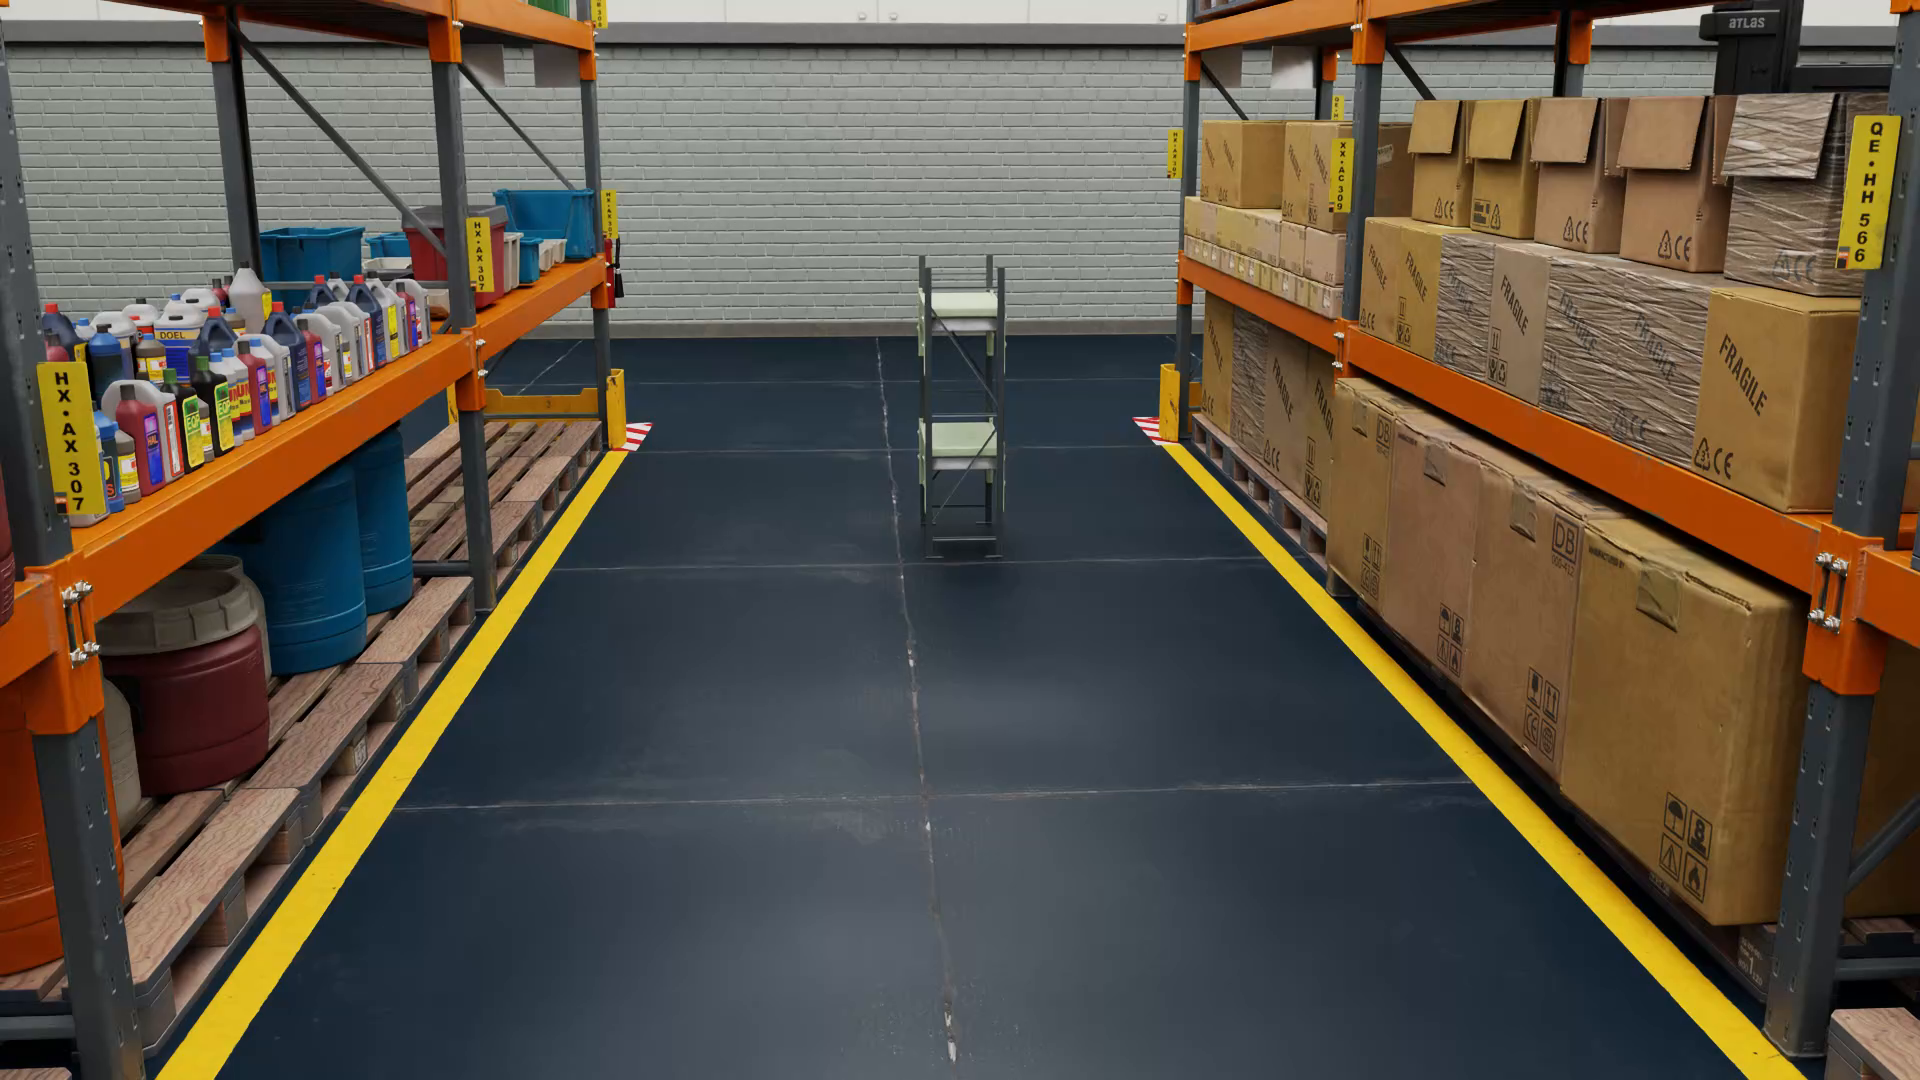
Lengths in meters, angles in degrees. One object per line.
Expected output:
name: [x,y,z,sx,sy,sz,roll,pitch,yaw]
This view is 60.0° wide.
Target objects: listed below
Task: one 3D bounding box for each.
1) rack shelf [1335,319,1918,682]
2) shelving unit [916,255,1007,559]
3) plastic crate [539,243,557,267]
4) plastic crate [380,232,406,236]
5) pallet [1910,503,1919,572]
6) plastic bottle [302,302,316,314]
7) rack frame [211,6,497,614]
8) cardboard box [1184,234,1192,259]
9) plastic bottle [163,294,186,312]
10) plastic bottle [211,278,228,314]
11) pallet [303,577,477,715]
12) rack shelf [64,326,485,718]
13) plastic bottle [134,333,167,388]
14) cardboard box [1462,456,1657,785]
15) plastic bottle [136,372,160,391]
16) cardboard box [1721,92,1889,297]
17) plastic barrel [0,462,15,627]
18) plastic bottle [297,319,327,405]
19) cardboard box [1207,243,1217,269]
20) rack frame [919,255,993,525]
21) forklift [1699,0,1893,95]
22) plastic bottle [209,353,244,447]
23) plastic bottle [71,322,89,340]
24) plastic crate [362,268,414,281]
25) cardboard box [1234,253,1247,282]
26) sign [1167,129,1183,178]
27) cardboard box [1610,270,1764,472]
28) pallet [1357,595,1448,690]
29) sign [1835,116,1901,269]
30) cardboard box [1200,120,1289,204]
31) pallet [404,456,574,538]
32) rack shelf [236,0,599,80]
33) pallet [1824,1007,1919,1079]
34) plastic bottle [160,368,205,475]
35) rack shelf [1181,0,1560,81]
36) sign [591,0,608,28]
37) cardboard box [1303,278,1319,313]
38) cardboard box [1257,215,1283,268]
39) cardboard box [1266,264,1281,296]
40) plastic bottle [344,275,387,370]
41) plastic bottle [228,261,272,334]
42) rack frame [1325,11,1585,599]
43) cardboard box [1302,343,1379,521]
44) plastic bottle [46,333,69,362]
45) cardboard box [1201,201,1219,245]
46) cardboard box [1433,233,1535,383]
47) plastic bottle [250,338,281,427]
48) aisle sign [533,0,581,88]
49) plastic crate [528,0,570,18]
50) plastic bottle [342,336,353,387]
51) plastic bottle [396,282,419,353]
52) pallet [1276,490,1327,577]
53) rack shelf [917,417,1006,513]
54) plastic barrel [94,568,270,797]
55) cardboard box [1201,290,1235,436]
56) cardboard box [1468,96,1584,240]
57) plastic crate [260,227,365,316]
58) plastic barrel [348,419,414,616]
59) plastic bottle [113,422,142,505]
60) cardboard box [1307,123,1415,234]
rack shelf: [2.397,-0.349,5.807,1.077,0.370,4.000,-1,14,-3]
shelving unit: [0.000,-0.725,8.833,0.431,1.500,0.755,-1,14,-3]
plastic crate: [-2.683,-1.742,10.187,0.396,0.136,0.243,-1,14,-3]
plastic crate: [-3.150,-1.667,9.702,0.416,0.233,0.300,-1,14,-3]
pallet: [2.672,0.068,3.126,1.213,0.211,1.003,-1,14,-3]
plastic bottle: [-2.393,-0.740,6.142,0.097,0.271,0.097,0,14,0]
rack frame: [-2.670,-1.118,7.353,1.000,3.000,0.127,-1,14,-3]
cardboard box: [1.718,-1.975,11.185,0.380,0.149,0.250,-1,14,-3]
plastic bottle: [-3.019,-0.815,6.432,0.097,0.271,0.097,0,14,0]
plastic bottle: [-3.065,-0.931,6.859,0.061,0.283,0.133,-1,14,-3]
pallet: [-2.664,0.425,6.953,1.003,0.211,1.213,-1,14,-3]
rack shelf: [-2.546,-0.273,5.510,1.077,0.370,4.000,-1,14,-3]
plastic bottle: [-2.827,-0.620,5.814,0.097,0.201,0.097,0,14,0]
cardboard box: [2.452,0.232,5.527,1.225,0.875,0.875,-1,14,-3]
plastic bottle: [-2.196,-0.317,4.498,0.097,0.271,0.097,0,14,0]
cardboard box: [2.492,-0.916,4.355,0.797,0.503,0.637,0,14,-2]
plastic barrel: [-2.091,-0.079,3.040,0.600,0.536,0.708,-1,14,-3]
plastic bottle: [-2.187,-0.605,5.591,0.061,0.283,0.133,-1,14,-3]
cardboard box: [1.769,-1.782,10.438,0.380,0.149,0.250,-1,14,-4]
rack frame: [-0.022,-0.816,9.187,0.400,1.500,0.023,-1,14,-3]
forklift: [5.077,-1.675,9.653,3.031,2.935,1.130,8,16,27]
plastic bottle: [-2.158,-0.409,4.854,0.097,0.271,0.097,0,14,0]
plastic bottle: [-2.964,-0.594,5.572,0.097,0.271,0.097,0,14,0]
plastic crate: [-3.008,-1.288,8.446,0.437,0.125,0.590,-1,14,-3]
cardboard box: [1.815,-1.592,9.699,0.380,0.149,0.250,-1,14,-5]
sign: [1.471,-2.640,11.372,0.100,0.325,0.005,-1,14,-3]
cardboard box: [2.218,-0.491,4.716,0.500,0.500,0.500,-1,14,-4]
pallet: [2.396,0.346,7.257,1.003,0.211,1.213,-1,14,-3]
sign: [1.967,-0.751,3.603,0.100,0.325,0.005,-1,14,-3]
cardboard box: [1.817,-2.376,10.442,0.500,0.500,0.500,-1,14,-5]
pallet: [-2.833,-0.254,9.591,1.003,0.211,1.213,-1,14,-3]
rack shelf: [-2.794,-2.720,9.003,1.077,0.370,4.000,-1,14,-3]
pallet: [2.568,1.345,3.376,1.003,0.211,1.213,-1,14,-3]
plastic bottle: [-2.118,-0.329,4.519,0.061,0.283,0.133,-1,14,-3]
rack shelf: [2.149,-2.797,9.300,1.077,0.370,4.000,-1,14,-3]
sign: [-2.370,-3.528,10.908,0.100,0.325,0.005,-1,14,-3]
cardboard box: [1.911,-1.208,8.206,0.380,0.149,0.250,-1,14,-2]
cardboard box: [1.918,-1.628,9.037,0.500,0.250,0.500,-1,14,-2]
cardboard box: [1.863,-1.400,8.952,0.380,0.149,0.250,-1,14,-2]
plastic bottle: [-2.275,-0.825,6.312,0.144,0.351,0.185,-1,14,-3]
plastic bottle: [-2.969,-0.992,6.961,0.144,0.351,0.185,-1,14,-3]
rack frame: [2.273,-1.195,7.651,1.000,3.000,0.127,-1,14,-3]
cardboard box: [2.312,-0.535,8.506,0.875,0.875,0.875,-1,14,-3]
plastic bottle: [-2.812,-0.494,5.159,0.061,0.283,0.133,-1,14,-3]
cardboard box: [1.824,-2.008,10.516,0.500,0.250,0.500,-1,14,-4]
cardboard box: [2.115,-0.876,6.209,0.500,0.500,0.500,-1,14,-5]
plastic bottle: [-2.178,-0.490,5.171,0.097,0.271,0.097,0,14,0]
aisle sign: [-2.630,-3.395,10.983,0.394,0.787,0.004,-1,14,-3]
plastic crate: [-2.572,-3.222,9.936,0.450,0.188,0.336,-1,14,-3]
plastic bottle: [-2.226,-0.651,5.936,0.097,0.201,0.097,0,14,0]
plastic bottle: [-2.263,-0.912,6.786,0.061,0.283,0.133,-1,14,-3]
pallet: [2.304,-0.035,8.738,1.003,0.211,1.213,-1,14,-3]
rack shelf: [0.000,-0.409,8.914,0.431,0.370,0.720,-1,14,-3]
plastic barrel: [-2.540,0.439,5.299,0.600,0.588,0.708,-1,14,-3]
cardboard box: [2.145,-1.206,11.116,0.875,0.875,0.875,-1,14,-3]
cardboard box: [2.352,-1.400,6.232,0.797,0.503,0.637,-1,14,-3]
plastic crate: [-3.040,-1.251,7.779,0.392,0.384,0.575,-1,14,-3]
plastic barrel: [-2.653,-0.170,7.036,0.600,0.901,0.708,-1,14,-3]
plastic bottle: [-2.112,-0.193,4.157,0.097,0.201,0.097,0,14,0]
cardboard box: [1.978,-1.740,7.967,0.500,0.500,0.500,0,14,-2]
